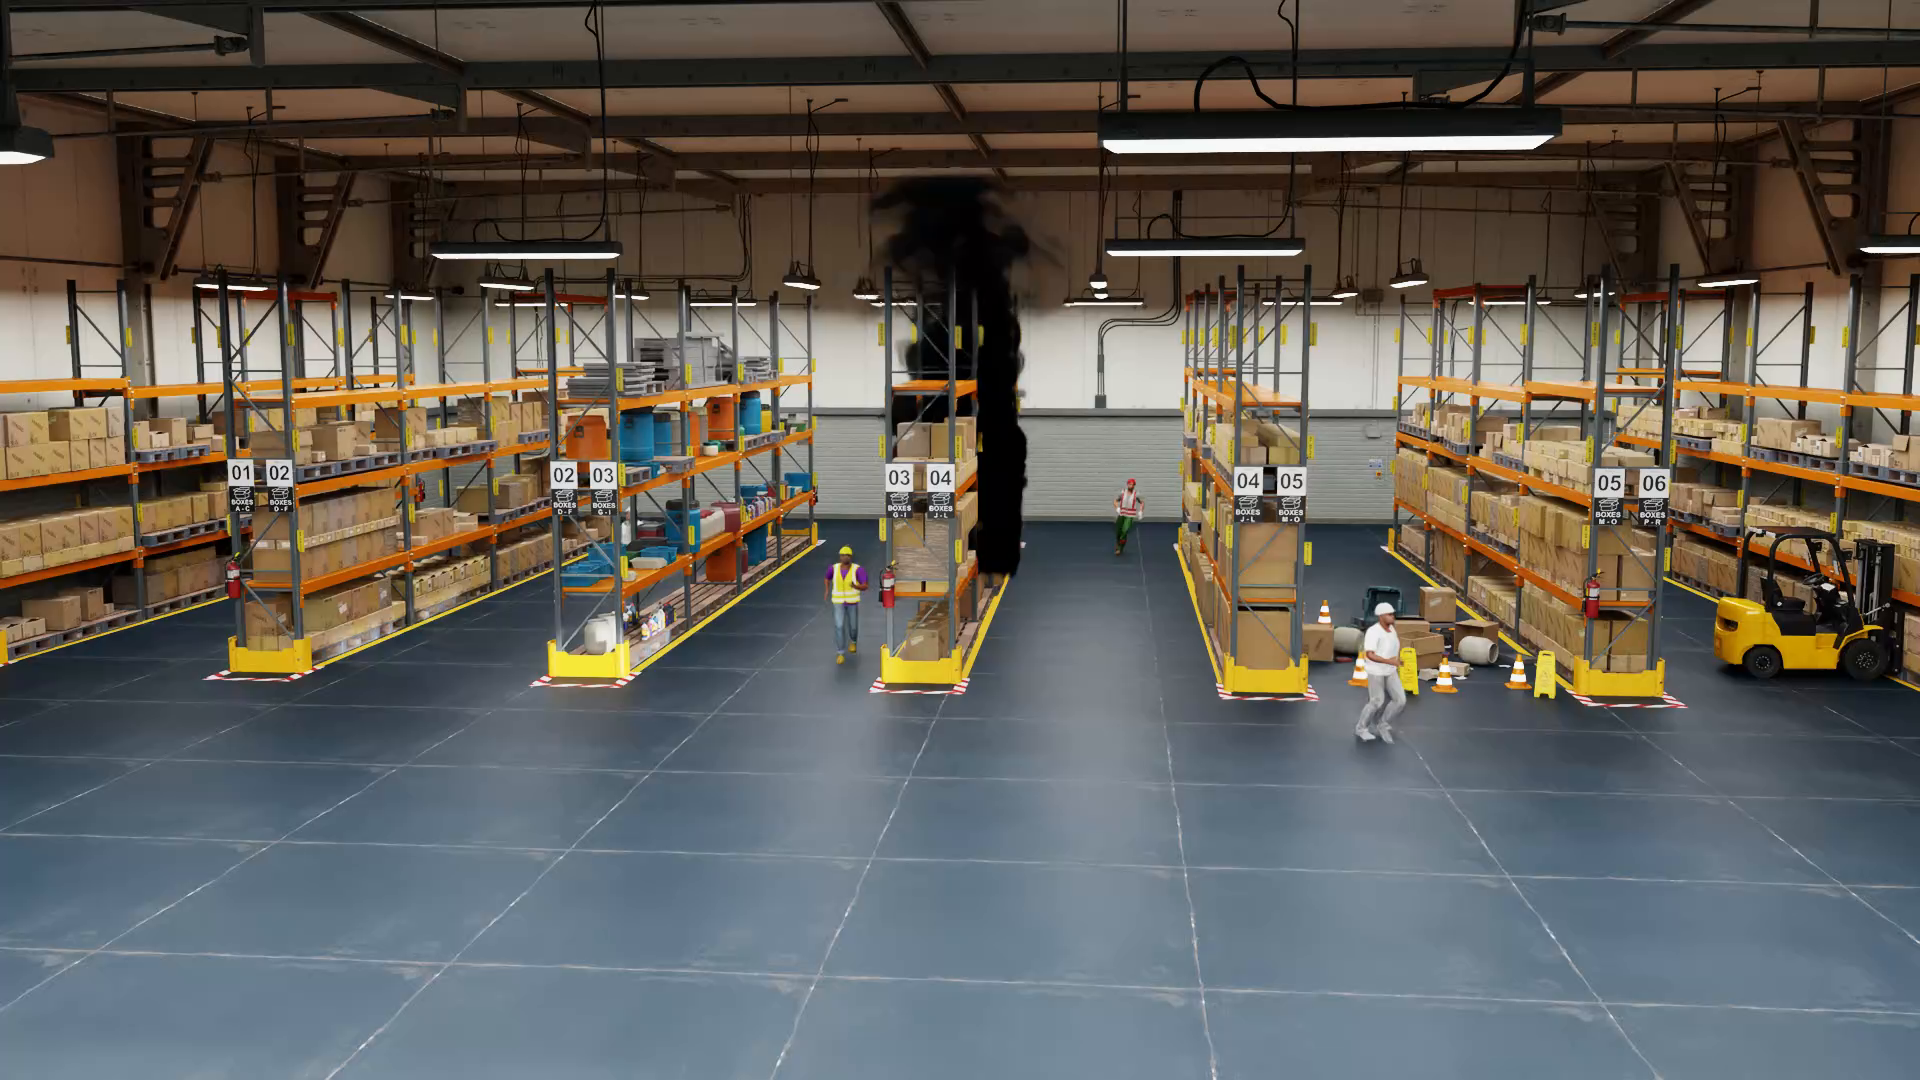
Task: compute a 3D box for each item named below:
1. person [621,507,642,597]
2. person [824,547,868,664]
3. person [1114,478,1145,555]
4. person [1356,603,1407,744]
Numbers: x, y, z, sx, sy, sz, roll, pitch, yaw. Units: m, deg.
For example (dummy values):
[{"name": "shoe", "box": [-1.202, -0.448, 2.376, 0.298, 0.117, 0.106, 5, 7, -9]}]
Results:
[{"name": "person", "box": [-6.356, 0.224, 32.351, 0.656, 1.746, 0.627, 1, 7, 8]}, {"name": "person", "box": [-1.767, 0.972, 25.782, 0.700, 1.754, 0.989, 0, 7, -1]}, {"name": "person", "box": [3.893, -0.553, 38.537, 0.701, 1.753, 0.860, 2, 7, 15]}, {"name": "person", "box": [5.244, 1.658, 20.533, 0.723, 1.794, 0.706, -6, 9, -41]}]
